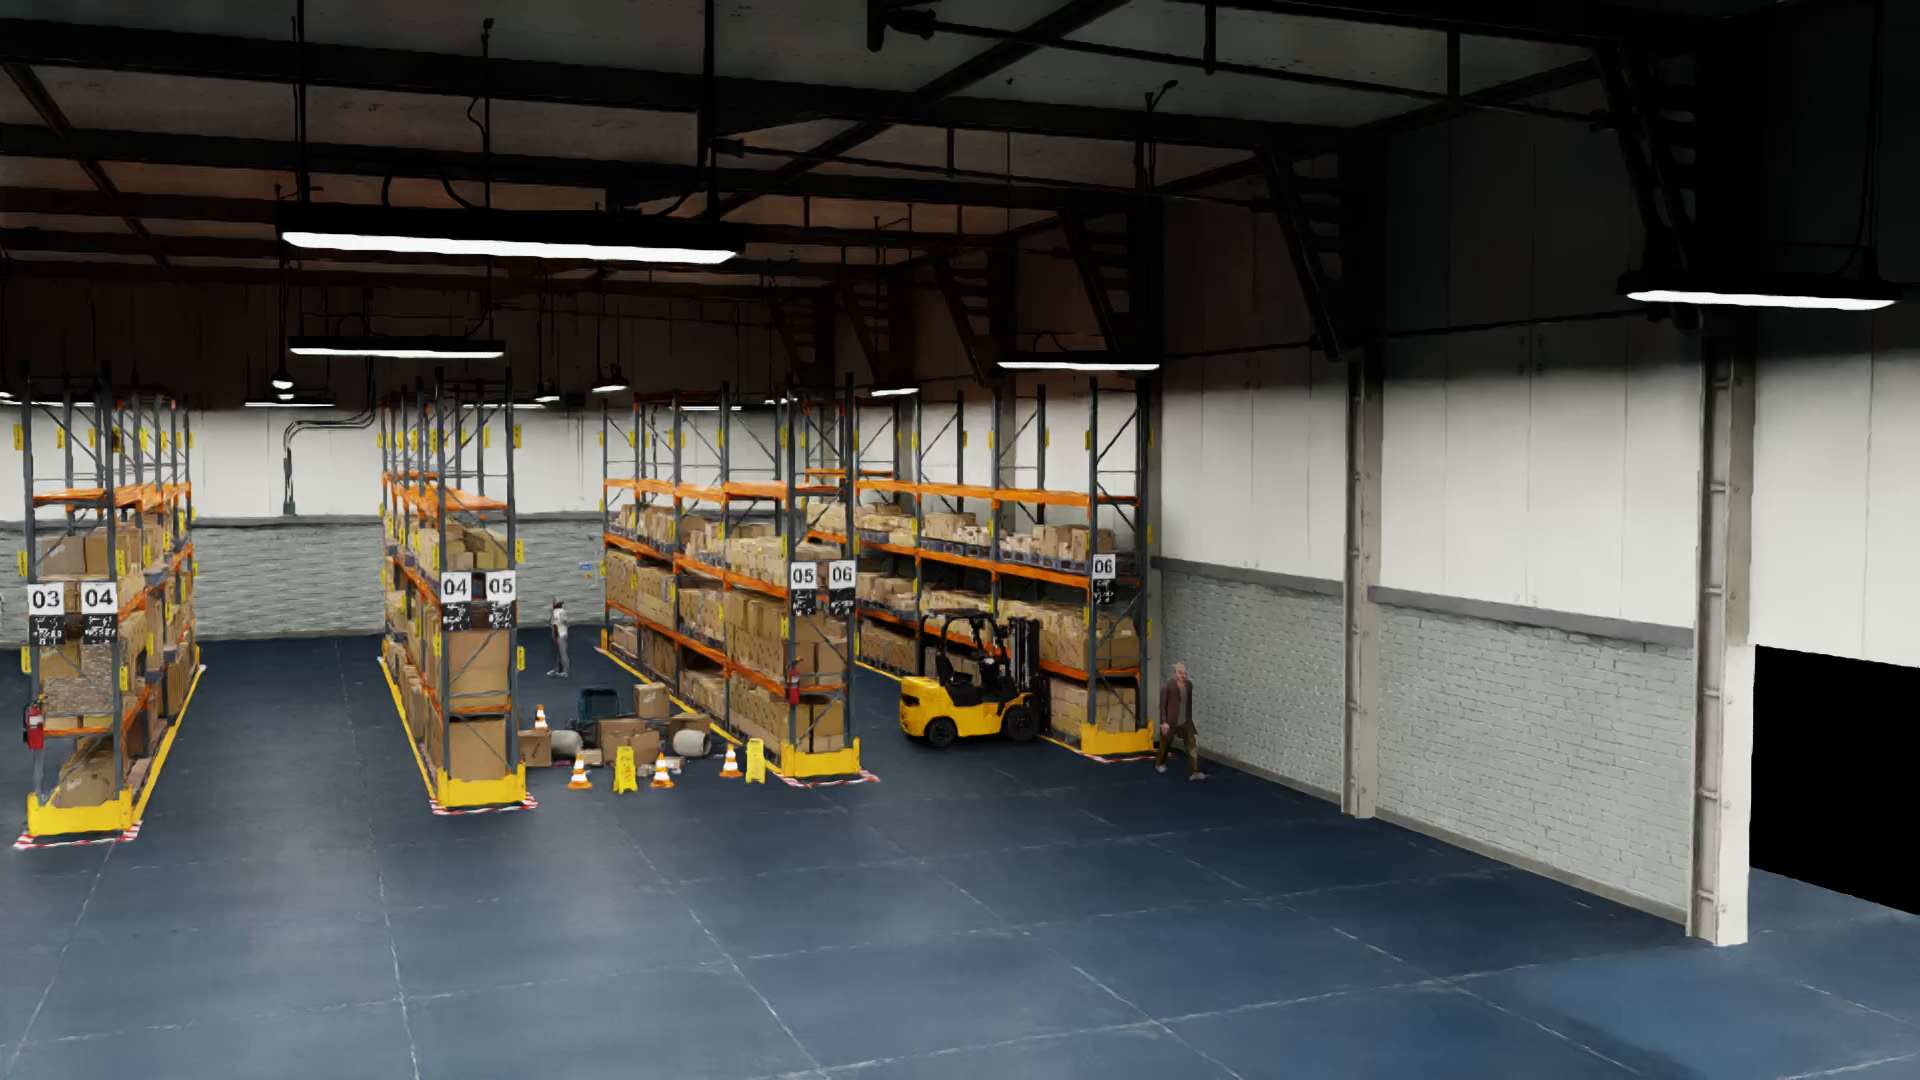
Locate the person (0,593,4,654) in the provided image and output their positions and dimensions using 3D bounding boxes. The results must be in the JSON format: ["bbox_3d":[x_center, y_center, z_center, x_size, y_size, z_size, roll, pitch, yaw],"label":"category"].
[{"bbox_3d":[-22.639,1.803,38.754,0.574,1.744,0.596,2,4,32],"label":"person"}]

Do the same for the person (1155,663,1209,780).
[{"bbox_3d":[3.215,2.657,24.558,0.585,1.698,1.193,-1,4,-19],"label":"person"}]

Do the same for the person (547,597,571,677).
[{"bbox_3d":[-8.500,2.041,35.167,0.562,1.663,0.586,0,3,0],"label":"person"}]
